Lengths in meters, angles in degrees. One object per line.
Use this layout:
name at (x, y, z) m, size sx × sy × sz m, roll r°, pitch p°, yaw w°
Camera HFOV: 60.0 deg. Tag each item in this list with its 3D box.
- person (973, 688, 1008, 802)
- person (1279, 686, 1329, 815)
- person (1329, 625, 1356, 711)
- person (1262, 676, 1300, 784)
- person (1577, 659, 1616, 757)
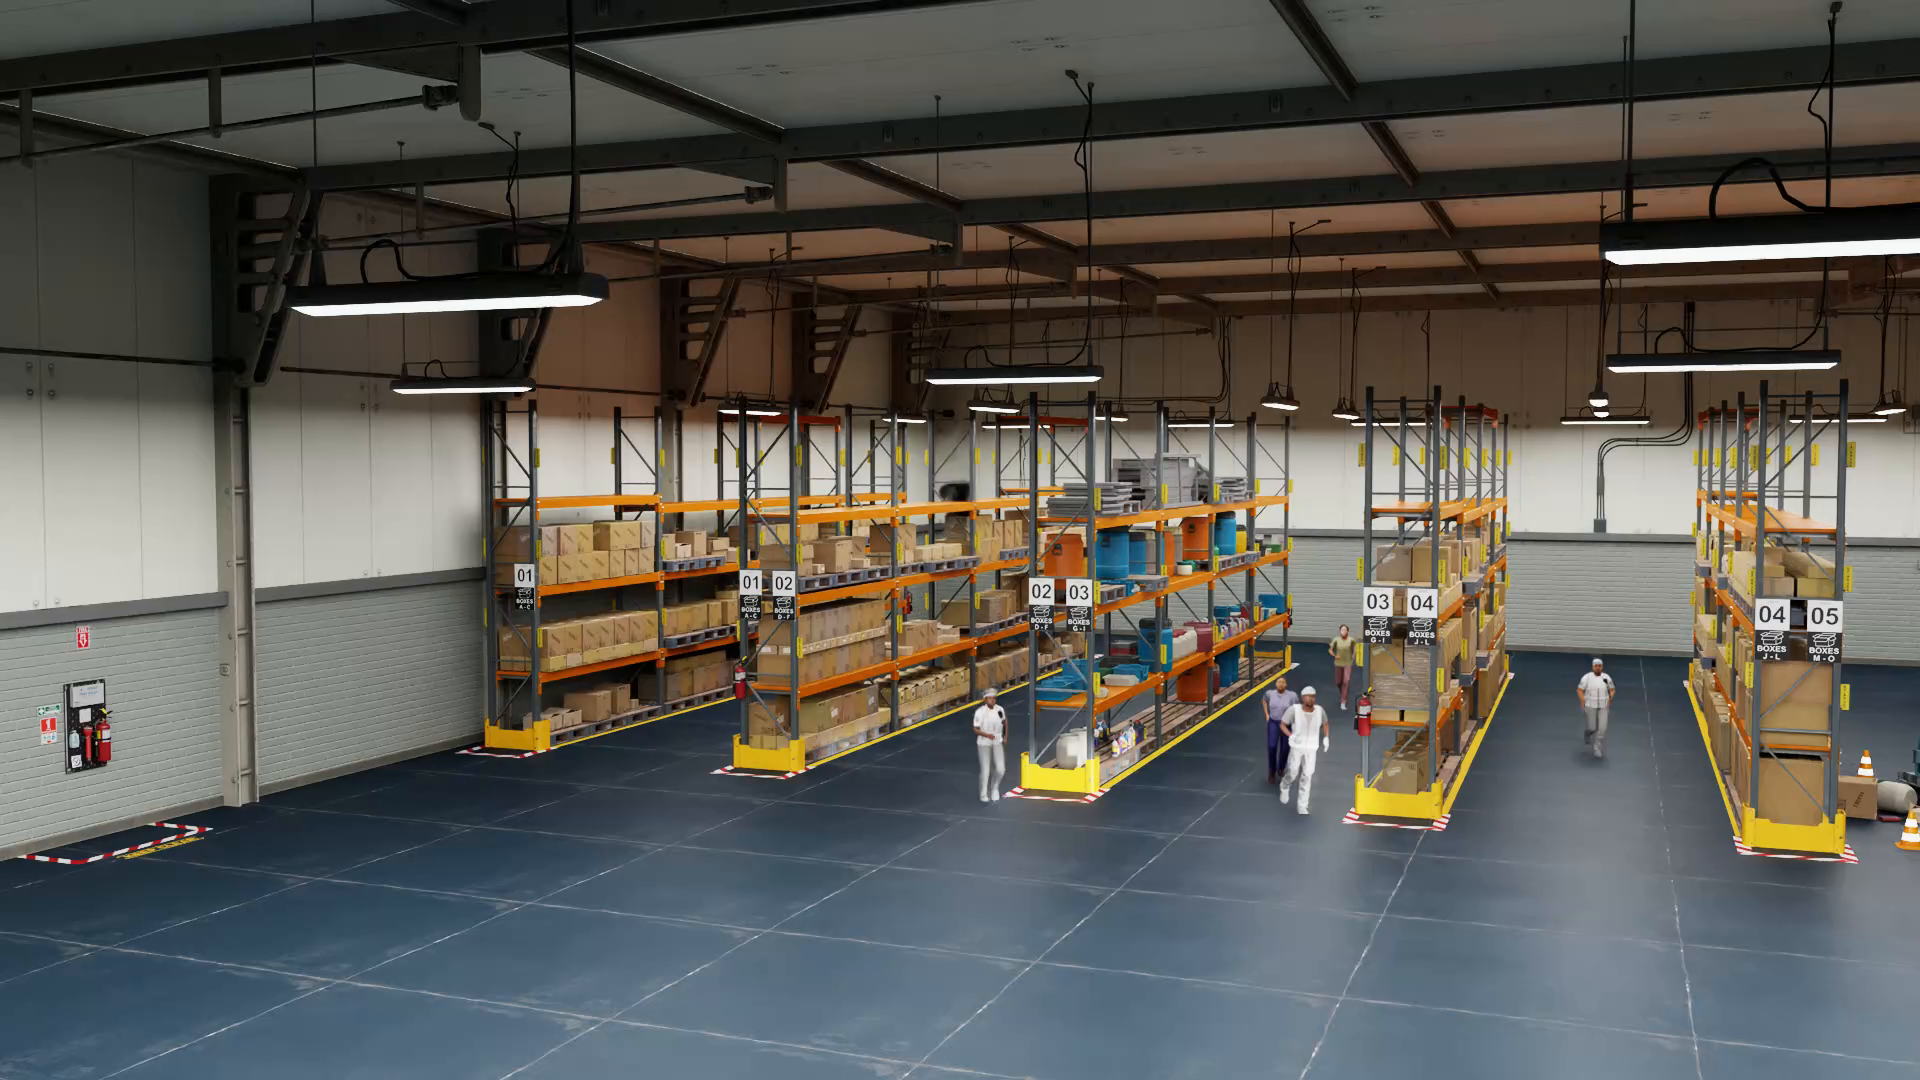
person at (0.474, 2.978, 24.116) m, size 0.591 × 1.675 × 0.655 m, roll -1°, pitch 3°, yaw -18°
person at (4.898, 2.950, 23.597) m, size 0.735 × 1.767 × 0.853 m, roll 0°, pitch 3°, yaw -2°
person at (7.708, 2.532, 33.491) m, size 0.546 × 1.668 × 1.124 m, roll 1°, pitch 3°, yaw 20°
person at (4.980, 2.929, 25.774) m, size 0.585 × 1.679 × 0.768 m, roll 0°, pitch 3°, yaw 9°
person at (10.761, 2.818, 28.110) m, size 0.614 × 1.631 × 0.575 m, roll 1°, pitch 3°, yaw 12°
